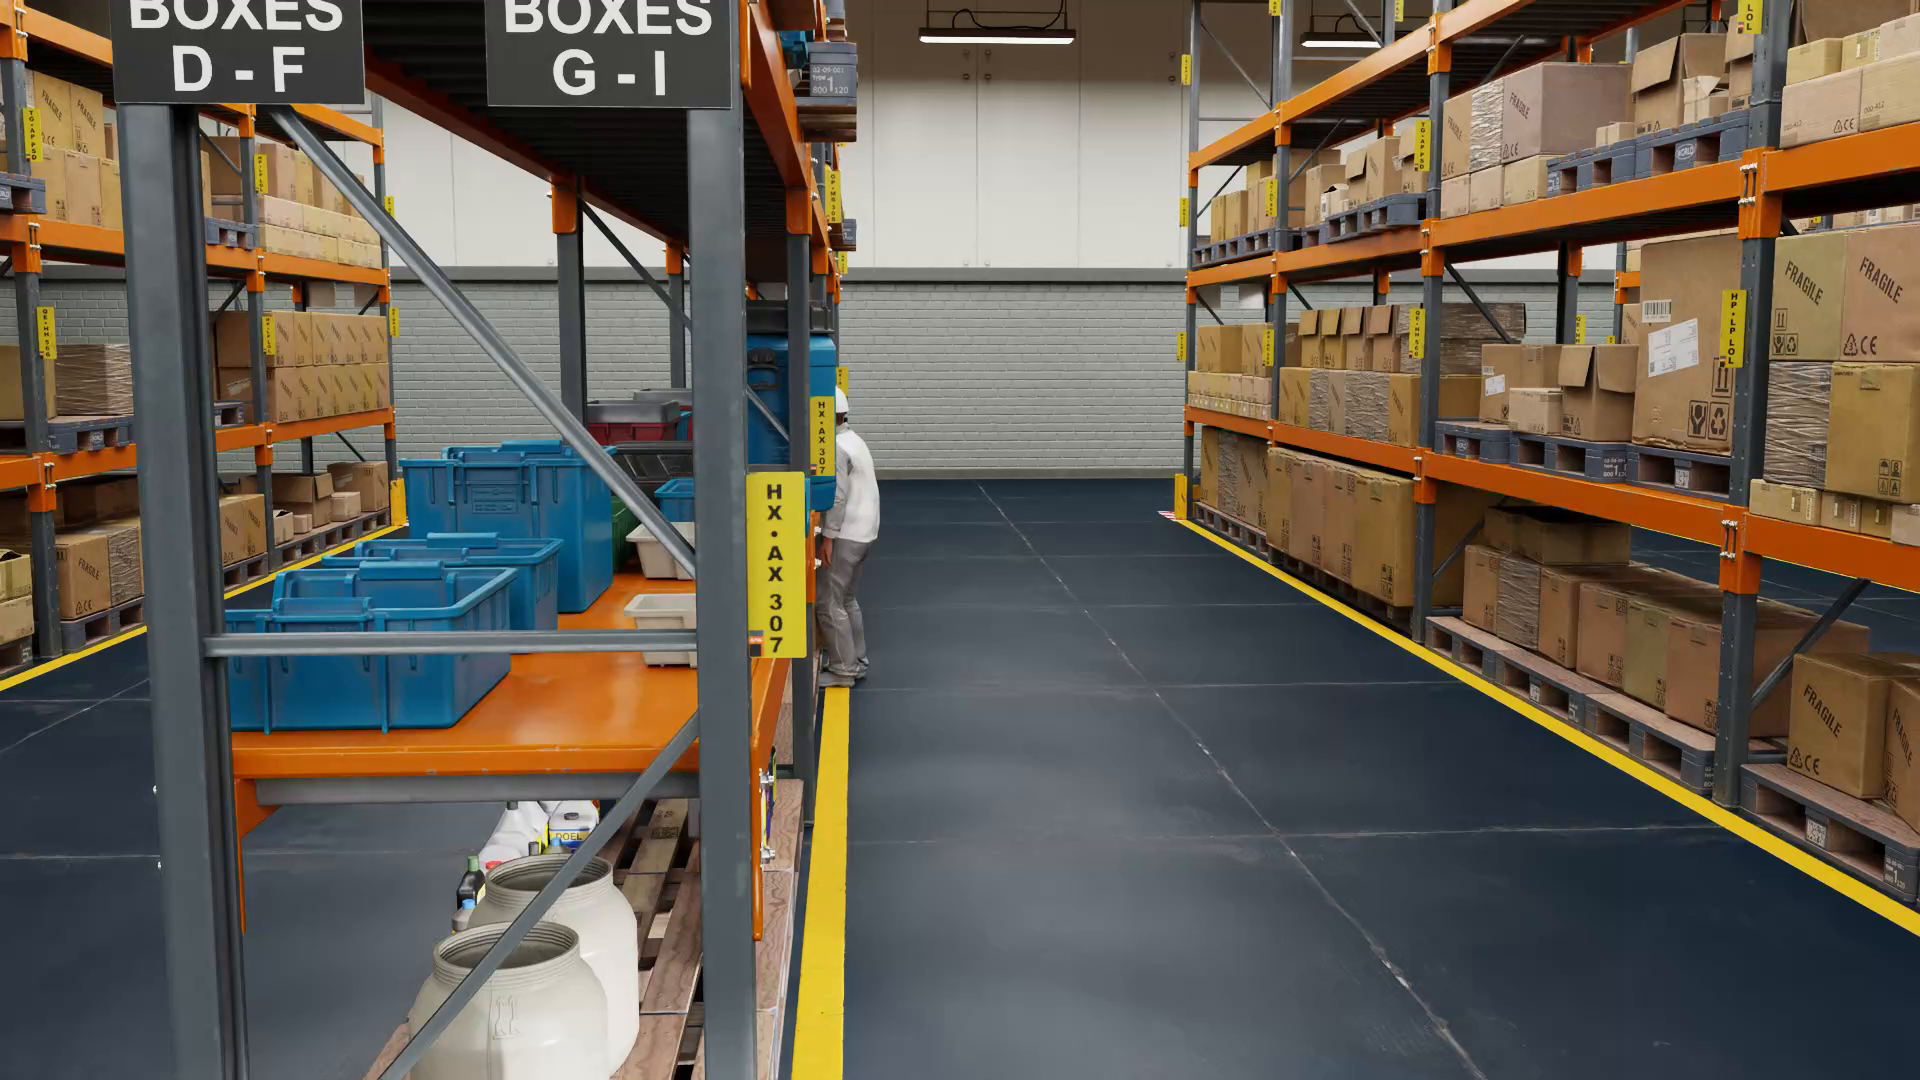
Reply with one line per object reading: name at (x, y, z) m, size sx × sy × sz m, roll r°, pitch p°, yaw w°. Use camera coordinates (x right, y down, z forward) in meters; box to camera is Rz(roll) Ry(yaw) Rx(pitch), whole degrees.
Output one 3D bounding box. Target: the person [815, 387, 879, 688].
person at (-0.712, -0.025, 9.846) m, size 0.463 × 1.770 × 0.585 m, roll 1°, pitch 7°, yaw 10°
